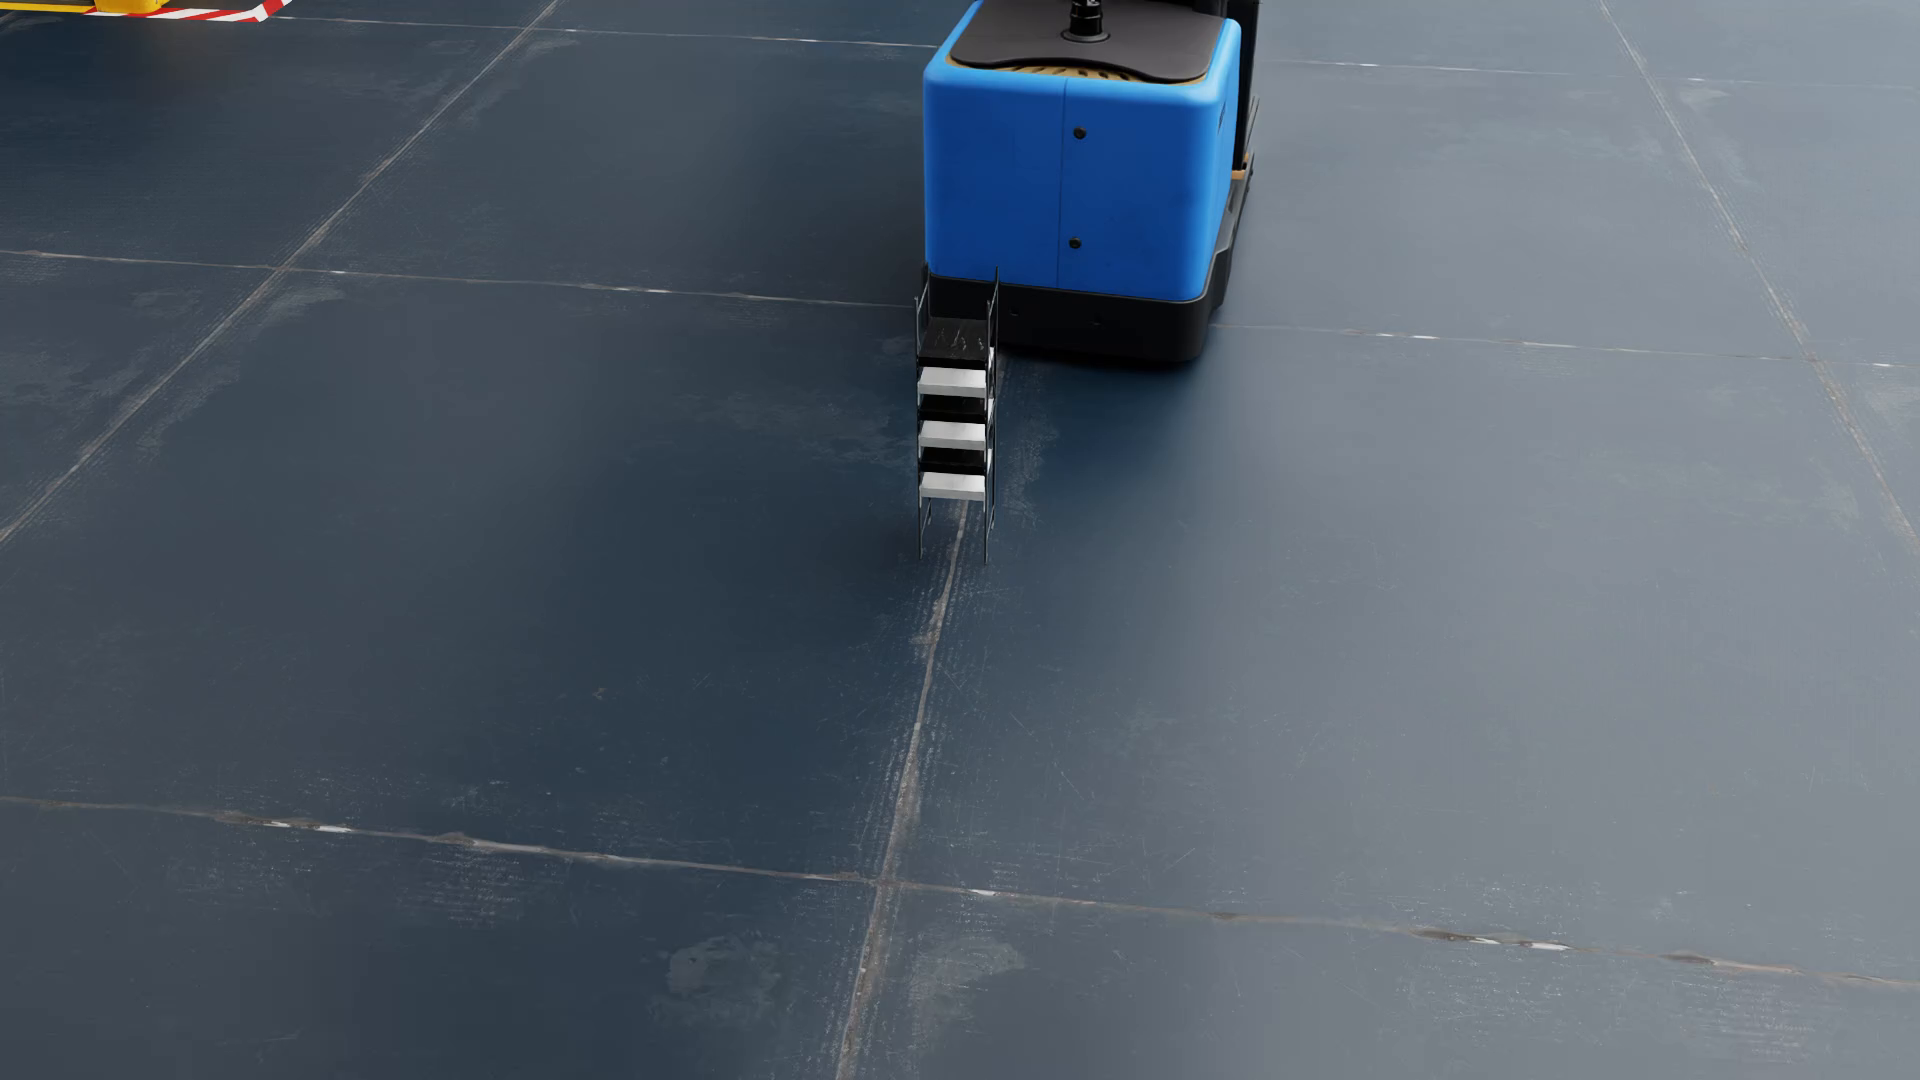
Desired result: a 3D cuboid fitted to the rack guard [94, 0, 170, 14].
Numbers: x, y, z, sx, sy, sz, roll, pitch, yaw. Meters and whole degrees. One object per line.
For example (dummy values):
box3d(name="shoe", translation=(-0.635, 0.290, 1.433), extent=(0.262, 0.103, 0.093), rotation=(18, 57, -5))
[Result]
box3d(name="rack guard", translation=(-4.689, -3.530, 9.766), extent=(0.348, 0.500, 1.175), rotation=(4, 36, 6))

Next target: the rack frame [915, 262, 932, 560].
box3d(name="rack frame", translation=(-0.109, -0.374, 5.000), extent=(0.006, 0.900, 0.240), rotation=(4, 36, 6))

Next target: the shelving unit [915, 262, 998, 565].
box3d(name="shelving unit", translation=(-0.008, -0.367, 4.989), extent=(0.210, 0.900, 0.258), rotation=(4, 36, 6))

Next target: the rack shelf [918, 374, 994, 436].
box3d(name="rack shelf", translation=(-0.008, -0.413, 4.957), extent=(0.200, 0.077, 0.258), rotation=(4, 36, 6))

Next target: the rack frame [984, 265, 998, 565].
box3d(name="rack frame", translation=(0.093, -0.359, 4.979), extent=(0.006, 0.900, 0.240), rotation=(4, 36, 6))

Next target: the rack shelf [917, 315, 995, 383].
box3d(name="rack shelf", translation=(-0.008, -0.560, 4.852), extent=(0.200, 0.077, 0.258), rotation=(4, 36, 6))

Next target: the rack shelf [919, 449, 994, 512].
box3d(name="rack shelf", translation=(-0.008, -0.193, 5.113), extent=(0.200, 0.077, 0.258), rotation=(4, 36, 6))

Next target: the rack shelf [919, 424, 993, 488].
box3d(name="rack shelf", translation=(-0.008, -0.267, 5.061), extent=(0.200, 0.077, 0.258), rotation=(4, 36, 6))

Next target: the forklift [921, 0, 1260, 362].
box3d(name="forklift", translation=(0.698, -2.692, 6.498), extent=(1.130, 2.935, 3.031), rotation=(8, 36, 11))

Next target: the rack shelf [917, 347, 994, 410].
box3d(name="rack shelf", translation=(-0.008, -0.486, 4.904), extent=(0.200, 0.077, 0.258), rotation=(4, 36, 6))

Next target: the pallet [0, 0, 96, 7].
box3d(name="pallet", translation=(-5.494, -3.476, 9.938), extent=(1.213, 0.211, 1.003), rotation=(4, 36, 6))

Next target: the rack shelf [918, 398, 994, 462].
box3d(name="rack shelf", translation=(-0.008, -0.340, 5.009), extent=(0.200, 0.077, 0.258), rotation=(4, 36, 6))
